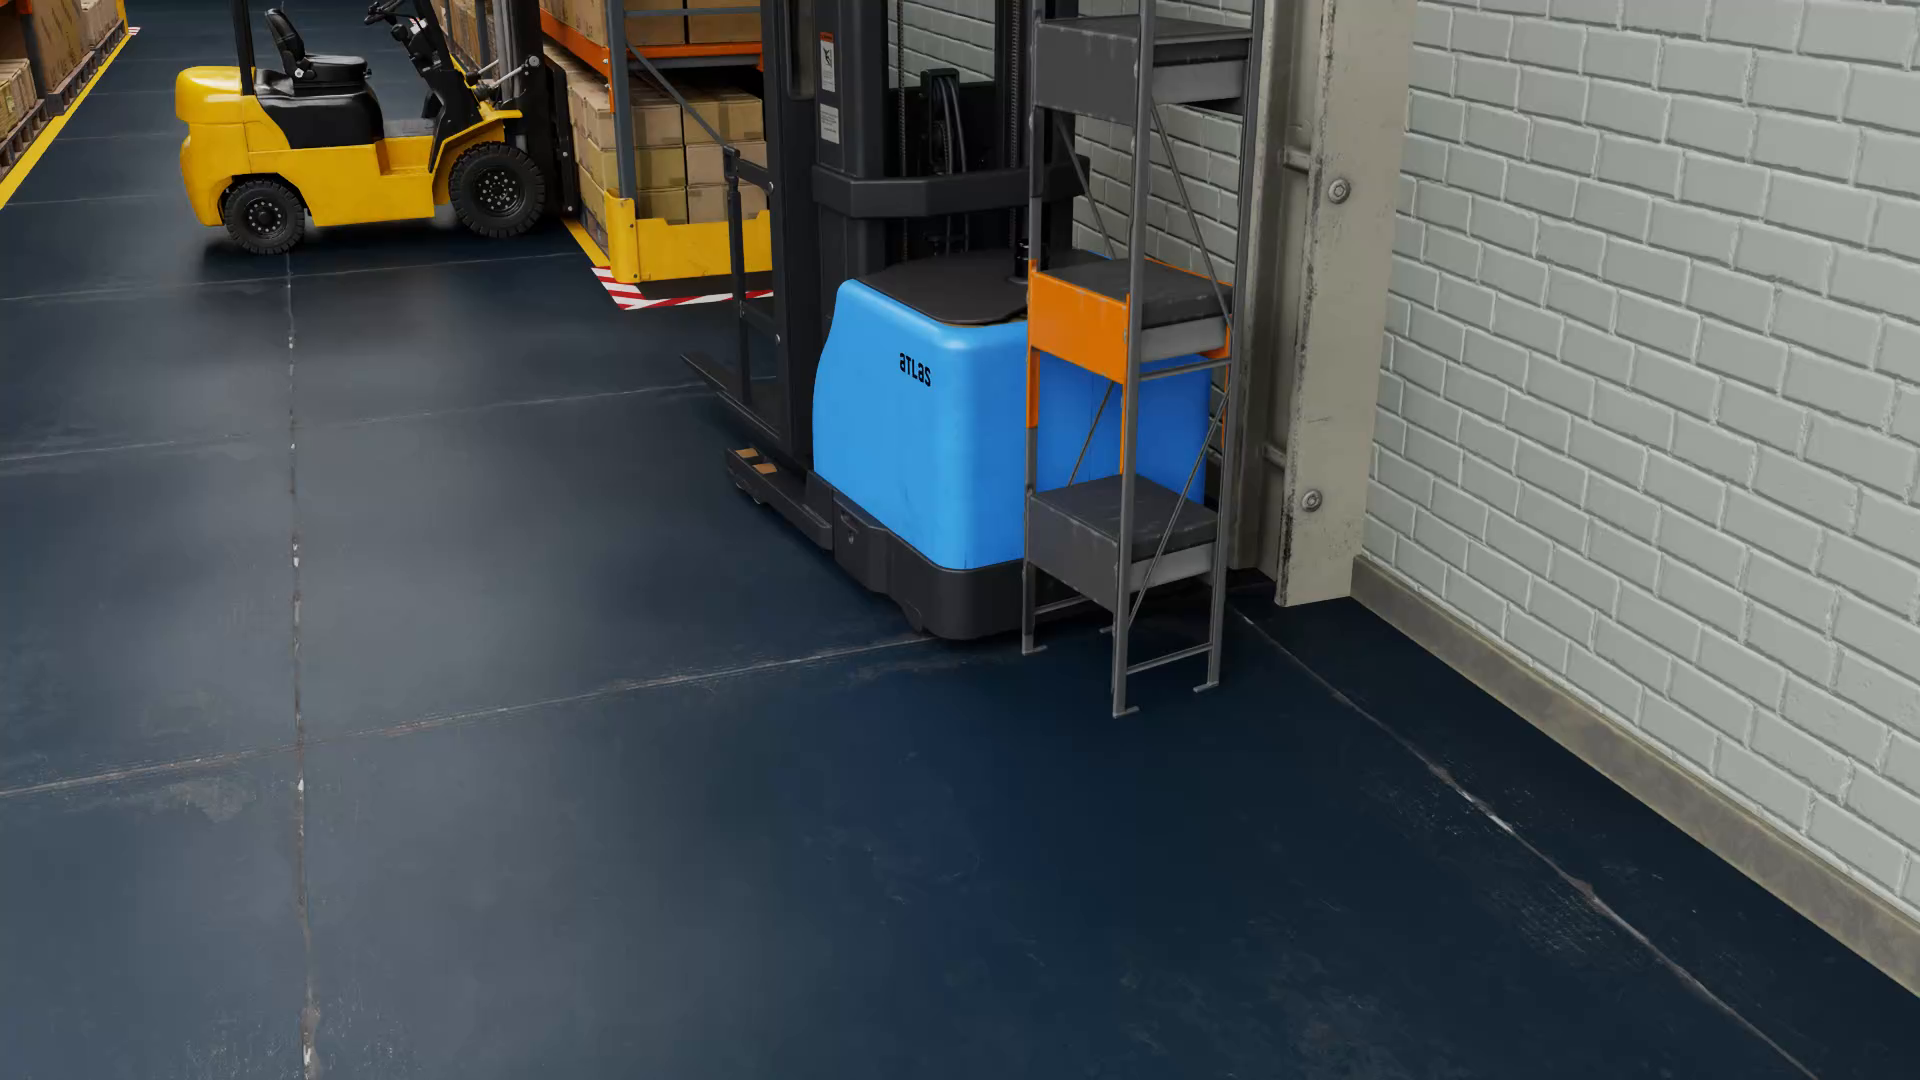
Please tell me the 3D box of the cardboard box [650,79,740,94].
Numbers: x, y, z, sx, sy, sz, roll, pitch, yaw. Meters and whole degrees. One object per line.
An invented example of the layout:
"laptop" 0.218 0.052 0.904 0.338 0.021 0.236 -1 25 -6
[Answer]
"cardboard box" -1.712 -2.817 10.784 0.500 0.250 0.500 -8 24 -19

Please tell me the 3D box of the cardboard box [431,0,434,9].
"cardboard box" -6.798 -7.352 22.509 0.700 0.500 0.500 -7 24 -17

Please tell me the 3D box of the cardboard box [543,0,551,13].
"cardboard box" -2.660 -3.980 11.702 0.500 0.500 0.500 -9 24 -20

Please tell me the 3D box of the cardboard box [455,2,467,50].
"cardboard box" -5.448 -5.869 18.991 0.500 0.500 0.500 -9 25 -21

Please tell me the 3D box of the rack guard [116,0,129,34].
"rack guard" -11.842 -7.036 22.300 1.175 0.500 0.348 -8 24 -19

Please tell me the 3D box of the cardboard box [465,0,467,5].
"cardboard box" -5.381 -6.116 18.742 0.380 0.149 0.250 -7 24 -17

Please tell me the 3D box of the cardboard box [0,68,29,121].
"cardboard box" -8.549 -3.782 14.203 0.950 0.372 0.625 -9 24 -20

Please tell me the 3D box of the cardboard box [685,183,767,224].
"cardboard box" -1.530 -2.180 10.560 0.500 0.250 0.500 -8 24 -19

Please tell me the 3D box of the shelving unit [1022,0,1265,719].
"shelving unit" 0.502 -0.556 4.866 0.431 2.100 0.503 -14 26 -29

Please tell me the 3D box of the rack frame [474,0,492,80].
"rack frame" -4.365 -5.955 16.517 1.000 3.000 0.127 -8 24 -19

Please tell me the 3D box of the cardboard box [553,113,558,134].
"cardboard box" -2.546 -2.890 11.600 0.500 0.250 0.500 -8 24 -19

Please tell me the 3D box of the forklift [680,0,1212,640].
"forklift" -0.295 -1.564 6.187 1.130 2.935 3.031 -12 26 -26

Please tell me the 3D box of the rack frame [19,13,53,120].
"rack frame" -9.008 -5.273 14.898 1.000 3.000 0.127 -8 24 -19

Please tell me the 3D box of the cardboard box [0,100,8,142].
"cardboard box" -8.039 -3.253 12.948 0.950 0.372 0.625 -7 24 -16

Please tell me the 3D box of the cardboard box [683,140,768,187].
"cardboard box" -1.511 -2.404 10.448 0.500 0.250 0.500 -8 24 -18

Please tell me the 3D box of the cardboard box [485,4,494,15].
"cardboard box" -4.777 -5.440 17.138 0.380 0.149 0.250 -10 25 -22

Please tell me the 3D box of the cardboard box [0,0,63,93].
"cardboard box" -9.174 -4.749 15.851 0.875 0.875 0.875 -9 24 -19

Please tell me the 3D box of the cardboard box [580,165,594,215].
"cardboard box" -2.168 -2.284 10.806 0.500 0.250 0.500 -8 24 -19

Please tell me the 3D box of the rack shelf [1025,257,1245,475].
"rack shelf" 0.502 -0.544 4.871 0.431 0.518 0.480 -14 26 -29

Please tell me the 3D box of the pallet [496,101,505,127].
"pallet" -3.684 -3.923 15.286 1.003 0.211 1.213 -8 24 -19

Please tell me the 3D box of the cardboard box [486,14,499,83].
"cardboard box" -4.158 -4.826 16.354 0.875 0.625 0.625 -8 24 -17

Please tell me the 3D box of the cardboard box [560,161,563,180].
"cardboard box" -2.540 -2.653 11.681 0.500 0.250 0.500 -8 24 -17

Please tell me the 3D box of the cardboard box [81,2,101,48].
"cardboard box" -10.542 -5.982 19.338 0.875 0.438 0.875 -9 24 -20

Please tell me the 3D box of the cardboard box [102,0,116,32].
"cardboard box" -11.176 -6.635 20.888 0.875 0.438 0.875 -8 24 -18

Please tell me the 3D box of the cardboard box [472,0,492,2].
"cardboard box" -4.954 -5.637 17.604 0.380 0.149 0.250 -9 25 -21

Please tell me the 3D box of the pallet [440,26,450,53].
"pallet" -6.020 -6.373 21.099 1.003 0.211 1.213 -8 24 -19

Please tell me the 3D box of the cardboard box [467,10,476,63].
"cardboard box" -5.070 -5.494 18.100 0.500 0.500 0.500 -7 24 -17

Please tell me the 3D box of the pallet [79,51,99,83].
"pallet" -10.078 -5.171 18.247 1.003 0.211 1.213 -8 24 -19

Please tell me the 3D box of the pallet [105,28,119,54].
"pallet" -11.051 -6.172 20.622 1.003 0.211 1.213 -8 24 -19

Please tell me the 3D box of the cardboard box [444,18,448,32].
"cardboard box" -6.250 -6.450 20.822 0.380 0.149 0.250 -9 25 -21

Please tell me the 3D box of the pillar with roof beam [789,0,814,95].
"pillar with roof beam" -4.969 -5.599 7.947 9.100 9.000 0.400 -8 24 -19

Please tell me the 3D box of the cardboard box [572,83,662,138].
"cardboard box" -2.179 -2.745 10.612 0.500 0.250 0.500 -8 24 -18

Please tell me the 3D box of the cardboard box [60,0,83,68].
"cardboard box" -9.800 -5.399 17.392 0.875 0.875 0.875 -8 24 -17

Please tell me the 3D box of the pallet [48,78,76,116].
"pallet" -9.216 -4.284 16.143 1.003 0.211 1.213 -8 24 -19

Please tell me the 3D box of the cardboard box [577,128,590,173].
"cardboard box" -2.171 -2.523 10.729 0.500 0.250 0.500 -9 24 -20

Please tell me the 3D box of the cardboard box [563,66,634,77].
"cardboard box" -2.539 -3.112 11.483 0.500 0.250 0.500 -9 24 -20

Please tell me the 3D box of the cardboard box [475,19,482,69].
"cardboard box" -4.716 -5.121 17.215 0.500 0.500 0.500 -8 24 -17

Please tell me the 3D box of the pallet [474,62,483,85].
"pallet" -4.594 -4.946 17.714 1.003 0.211 1.213 -8 24 -19

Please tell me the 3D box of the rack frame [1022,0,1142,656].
"rack frame" 0.373 -0.637 5.057 0.400 2.100 0.015 -14 26 -29

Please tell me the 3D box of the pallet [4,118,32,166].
"pallet" -8.306 -3.261 13.715 1.003 0.211 1.213 -8 24 -19

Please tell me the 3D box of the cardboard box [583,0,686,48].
"cardboard box" -1.959 -3.237 9.939 0.500 0.500 0.500 -9 24 -20

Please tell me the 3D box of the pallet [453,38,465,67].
"pallet" -5.456 -5.833 19.818 1.003 0.211 1.213 -8 24 -19

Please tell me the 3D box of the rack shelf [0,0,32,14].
"rack shelf" -8.301 -4.214 13.313 1.077 0.370 4.000 -8 24 -19

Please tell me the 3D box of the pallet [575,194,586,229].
"pallet" -2.276 -2.478 11.857 1.003 0.211 1.213 -8 24 -19

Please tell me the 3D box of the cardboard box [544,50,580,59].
"cardboard box" -2.904 -3.483 12.363 0.500 0.250 0.500 -8 24 -19

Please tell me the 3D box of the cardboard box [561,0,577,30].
"cardboard box" -2.315 -3.613 10.831 0.500 0.500 0.500 -9 24 -20

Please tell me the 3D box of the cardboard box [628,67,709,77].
"cardboard box" -2.053 -3.187 11.662 0.500 0.250 0.500 -9 24 -20

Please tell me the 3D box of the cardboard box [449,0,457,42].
"cardboard box" -5.818 -6.243 19.879 0.500 0.500 0.500 -7 24 -17

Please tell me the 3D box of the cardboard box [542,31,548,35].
"cardboard box" -3.681 -4.345 15.213 0.875 0.625 0.625 -9 25 -21

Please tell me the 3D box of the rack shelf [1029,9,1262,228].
"rack shelf" 0.502 -1.189 4.599 0.431 0.518 0.480 -14 26 -29

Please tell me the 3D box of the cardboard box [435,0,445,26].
"cardboard box" -6.432 -6.975 21.615 0.700 0.500 0.500 -9 25 -21
